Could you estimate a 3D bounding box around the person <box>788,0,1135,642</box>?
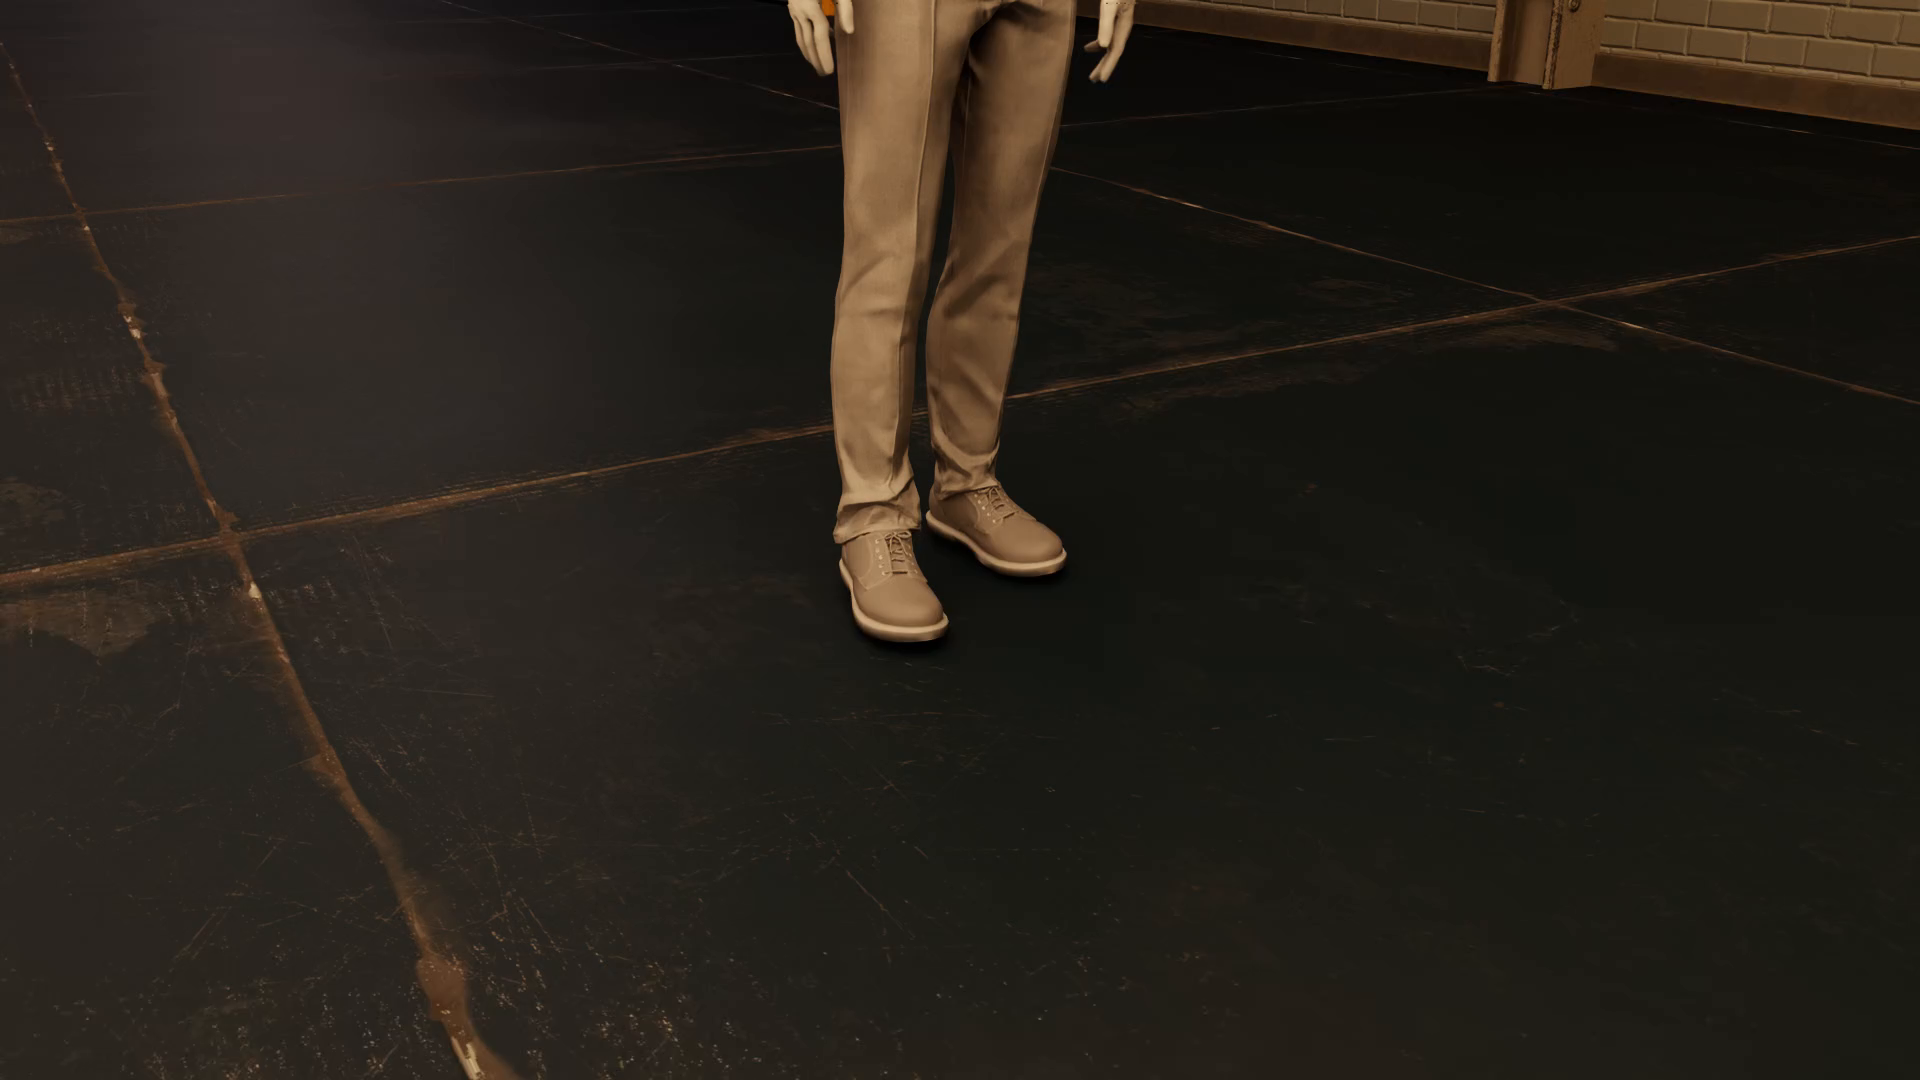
[{"bbox_3d":[0.028,-0.768,2.253,0.587,1.696,0.534,-12,25,-28],"label":"person"}]
